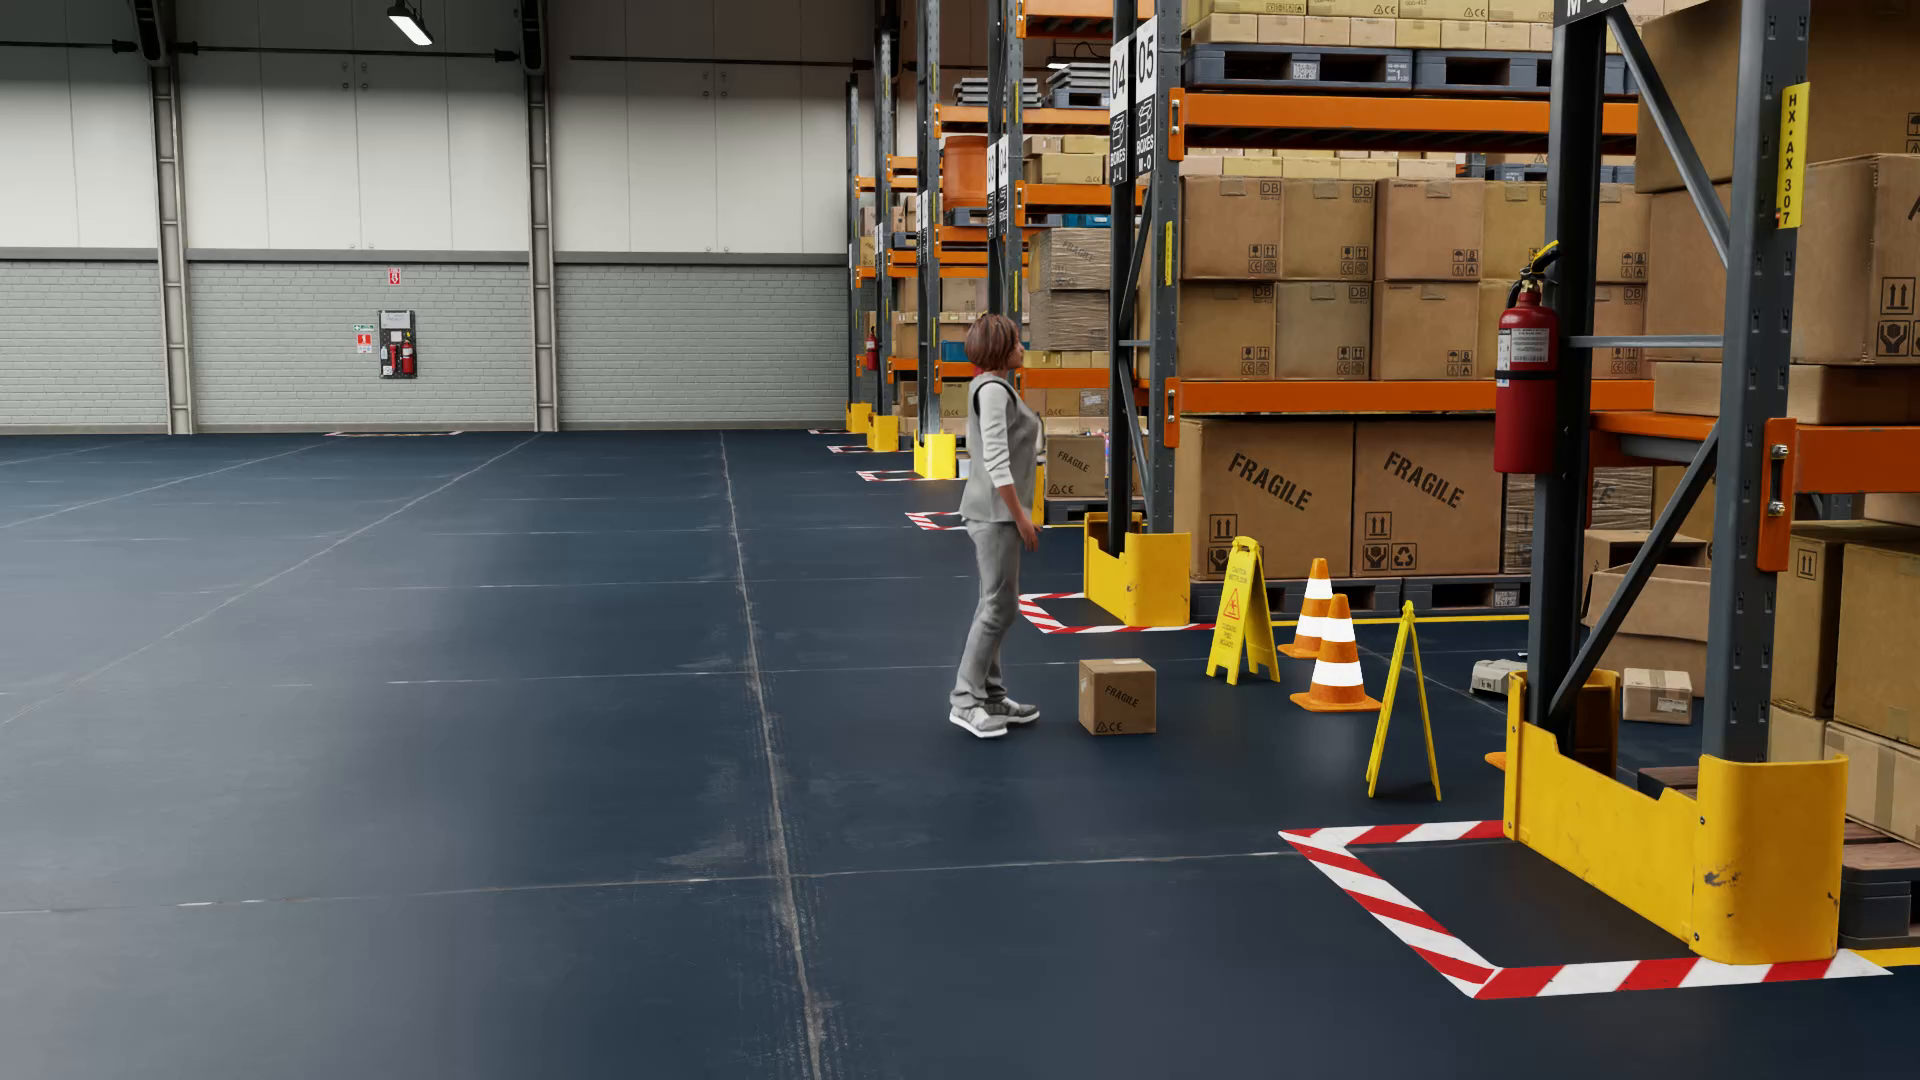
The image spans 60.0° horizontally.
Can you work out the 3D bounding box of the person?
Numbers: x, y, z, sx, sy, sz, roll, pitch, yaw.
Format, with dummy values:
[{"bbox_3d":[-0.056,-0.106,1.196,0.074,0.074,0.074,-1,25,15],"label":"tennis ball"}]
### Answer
[{"bbox_3d":[0.138,-0.064,6.397,0.359,1.601,0.441,0,7,-1],"label":"person"}]
